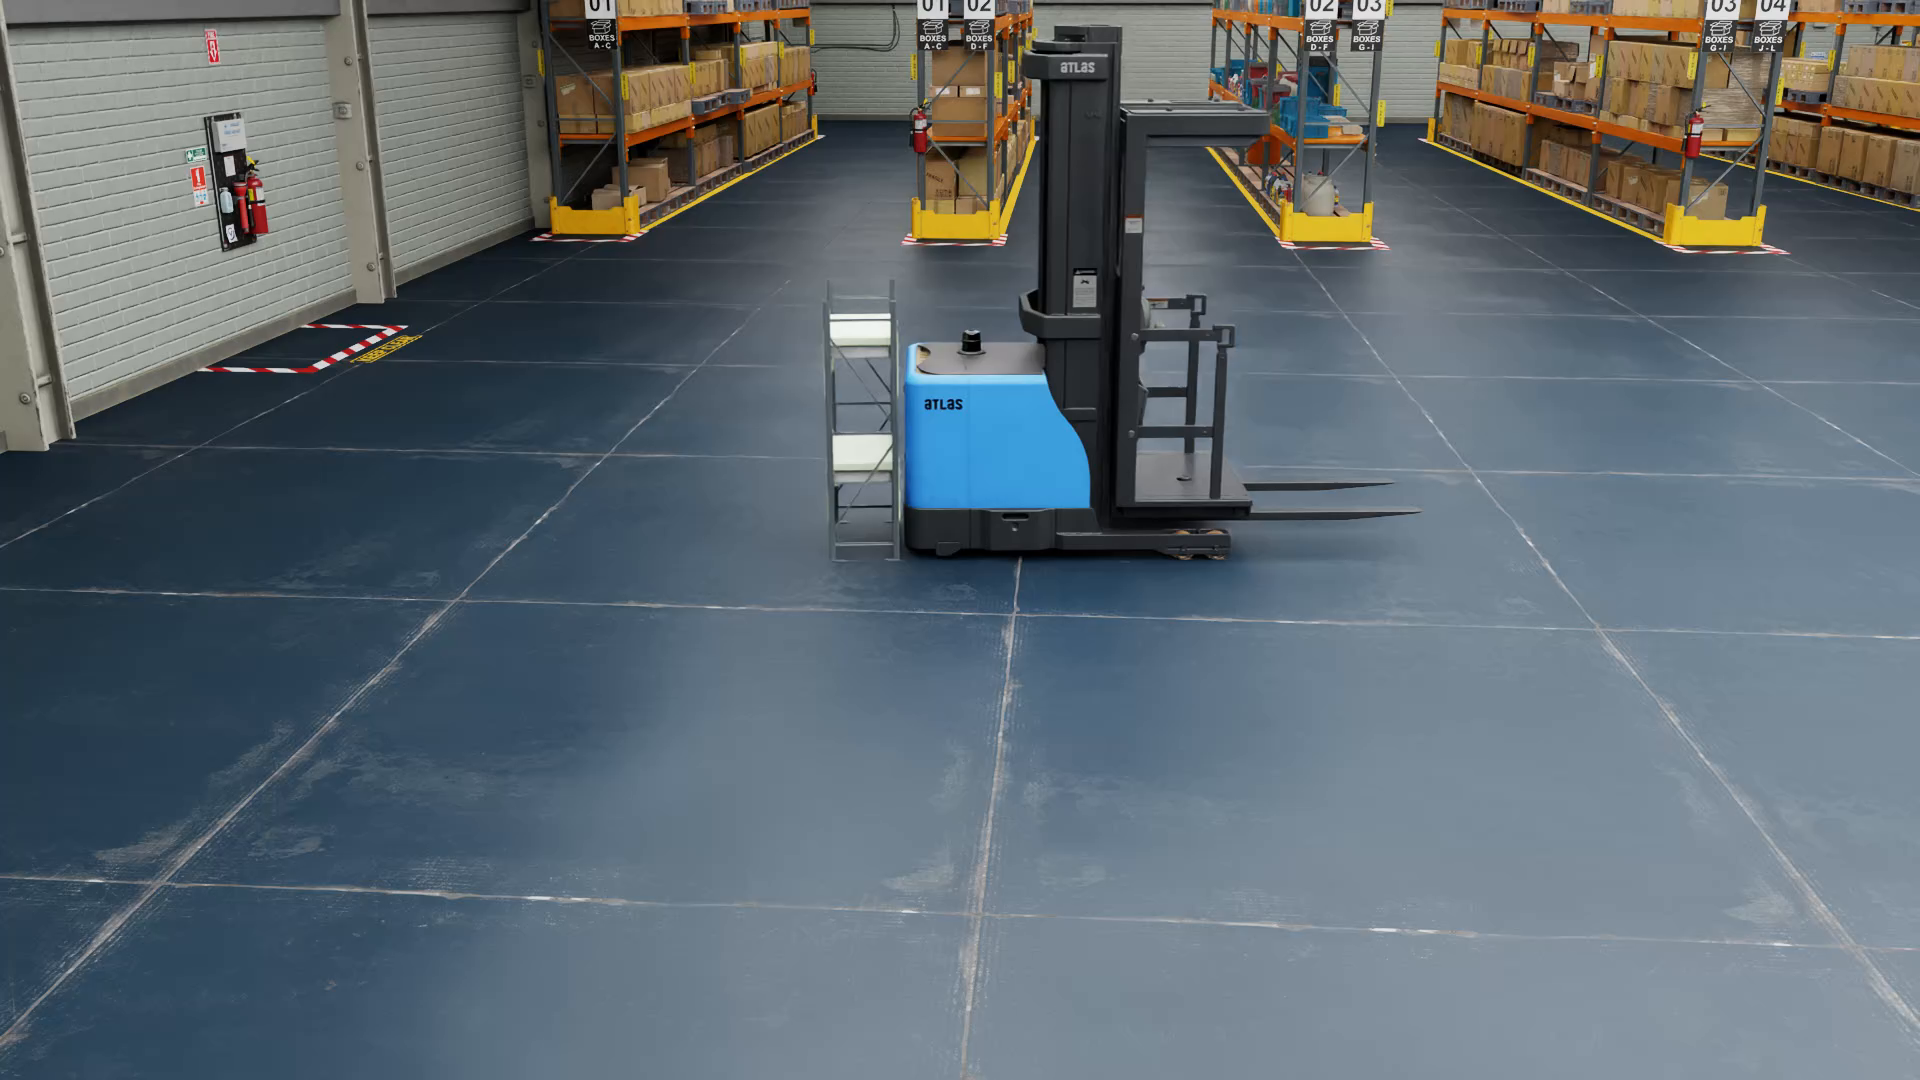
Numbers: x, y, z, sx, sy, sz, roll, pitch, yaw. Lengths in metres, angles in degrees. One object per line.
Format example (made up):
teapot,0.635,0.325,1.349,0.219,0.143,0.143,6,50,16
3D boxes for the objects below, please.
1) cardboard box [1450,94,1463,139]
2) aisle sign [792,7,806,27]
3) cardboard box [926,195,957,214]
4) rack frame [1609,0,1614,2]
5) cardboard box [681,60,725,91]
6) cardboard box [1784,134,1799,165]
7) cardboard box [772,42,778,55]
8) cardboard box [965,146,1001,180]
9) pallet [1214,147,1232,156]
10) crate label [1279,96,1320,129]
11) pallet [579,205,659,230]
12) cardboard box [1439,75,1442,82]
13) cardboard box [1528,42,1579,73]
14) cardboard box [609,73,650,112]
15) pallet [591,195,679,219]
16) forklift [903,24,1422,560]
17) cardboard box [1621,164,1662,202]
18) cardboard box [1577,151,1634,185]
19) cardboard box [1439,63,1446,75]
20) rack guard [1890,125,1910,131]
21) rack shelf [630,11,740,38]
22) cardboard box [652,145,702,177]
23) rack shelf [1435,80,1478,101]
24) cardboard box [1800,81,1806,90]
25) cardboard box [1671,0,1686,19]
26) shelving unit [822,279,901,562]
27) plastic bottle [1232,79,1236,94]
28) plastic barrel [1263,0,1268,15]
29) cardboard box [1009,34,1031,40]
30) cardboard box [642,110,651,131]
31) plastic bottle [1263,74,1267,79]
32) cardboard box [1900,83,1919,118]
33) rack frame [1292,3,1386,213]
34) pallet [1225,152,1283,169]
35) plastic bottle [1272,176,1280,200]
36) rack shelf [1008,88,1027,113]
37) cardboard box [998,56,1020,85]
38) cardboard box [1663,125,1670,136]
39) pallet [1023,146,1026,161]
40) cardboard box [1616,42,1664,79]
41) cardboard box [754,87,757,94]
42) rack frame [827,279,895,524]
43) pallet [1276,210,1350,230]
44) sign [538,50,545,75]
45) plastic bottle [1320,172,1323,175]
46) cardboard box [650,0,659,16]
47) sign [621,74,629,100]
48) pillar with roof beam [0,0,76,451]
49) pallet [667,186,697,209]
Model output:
cardboard box,10.944,-8.960,35.187,0.875,0.875,0.875,1,18,4
aisle sign,-3.542,-11.836,37.051,0.394,0.787,0.004,1,18,4
cardboard box,-0.308,-4.572,22.800,0.500,0.250,0.500,1,18,4
rack frame,10.115,-9.377,24.088,1.000,3.000,0.127,1,18,4
cardboard box,-4.457,-8.036,28.764,0.700,0.500,0.500,0,18,-1
cardboard box,15.169,-7.009,29.837,0.500,0.500,0.500,2,18,6
cardboard box,-3.911,-9.746,32.975,0.500,0.250,0.500,2,18,5
cardboard box,0.340,-5.538,24.545,0.500,0.500,0.500,1,18,4
pallet,5.763,-8.025,34.076,1.003,0.211,1.213,1,18,4
crate label,4.750,-5.989,23.326,0.502,0.435,0.616,1,18,4
pallet,-4.894,-4.565,23.517,1.003,0.211,1.213,1,18,4
cardboard box,10.621,-10.031,36.121,0.380,0.149,0.250,1,18,5
cardboard box,10.471,-8.519,29.334,0.797,0.503,0.637,2,18,6
cardboard box,-4.614,-6.205,23.046,0.500,0.500,0.500,1,18,4
pallet,-4.804,-4.943,24.670,1.003,0.211,1.213,1,18,4
forklift,1.183,-1.443,9.620,3.031,2.935,1.130,0,18,-1
cardboard box,10.013,-5.236,24.426,0.500,0.500,0.500,7,20,21
cardboard box,10.234,-5.885,26.374,0.700,0.500,0.500,1,18,4
cardboard box,10.672,-10.180,35.937,0.500,0.250,0.500,1,18,2
rack guard,20.862,-8.851,36.133,1.175,0.500,0.348,1,18,4
rack shelf,-4.563,-8.562,27.575,1.077,0.370,4.000,1,18,4
cardboard box,-4.683,-6.269,27.547,0.700,0.500,0.500,1,18,3
rack shelf,10.832,-9.290,34.612,1.077,0.370,4.000,1,18,4
cardboard box,14.938,-7.947,29.088,0.380,0.149,0.250,1,18,4
cardboard box,9.643,-6.948,21.735,0.500,0.250,0.500,1,18,4
shelving unit,-0.565,-0.705,9.666,0.431,1.500,0.755,-1,18,-3
plastic bottle,5.269,-8.639,31.671,0.152,0.276,0.135,1,18,4
plastic barrel,5.042,-8.666,25.931,0.600,0.901,0.600,0,18,0
cardboard box,1.233,-10.376,35.005,0.500,0.500,0.500,2,18,6
cardboard box,-4.619,-5.860,23.197,0.500,0.250,0.500,1,18,2
plastic bottle,5.852,-8.751,31.891,0.144,0.351,0.185,1,18,4
cardboard box,14.862,-6.756,25.565,0.500,0.500,0.500,1,18,3
rack frame,4.888,-5.394,21.568,1.000,3.000,0.127,1,18,4
pallet,5.567,-7.177,31.488,1.003,0.211,1.213,1,18,4
plastic bottle,4.659,-5.155,24.385,0.144,0.351,0.185,1,18,3
rack shelf,0.665,-8.270,31.500,1.077,0.370,4.000,1,18,4
cardboard box,0.710,-8.716,30.869,0.700,0.500,0.500,5,19,14
cardboard box,9.661,-5.491,22.267,0.380,0.149,0.250,1,18,4
pallet,0.788,-7.654,32.944,1.003,0.211,1.213,1,18,4
cardboard box,9.795,-6.901,23.921,0.500,0.500,0.500,1,18,4
cardboard box,-4.066,-8.564,31.613,0.380,0.149,0.250,1,18,4
rack frame,-0.583,-0.819,10.013,0.400,1.500,0.023,-1,18,-3
pallet,4.910,-4.346,22.847,1.003,0.211,1.213,1,18,4
sign,-5.545,-6.334,22.070,0.100,0.325,0.005,1,18,4
plastic bottle,5.403,-5.321,24.892,0.144,0.351,0.185,0,18,1
cardboard box,-4.595,-7.690,23.566,0.500,0.500,0.500,2,18,7
sign,-4.452,-6.015,22.071,0.100,0.325,0.005,1,18,4
pillar with roof beam,-2.372,-4.880,10.364,9.100,9.000,0.400,1,18,4
pallet,-4.719,-5.323,25.830,1.003,0.211,1.213,1,18,4
